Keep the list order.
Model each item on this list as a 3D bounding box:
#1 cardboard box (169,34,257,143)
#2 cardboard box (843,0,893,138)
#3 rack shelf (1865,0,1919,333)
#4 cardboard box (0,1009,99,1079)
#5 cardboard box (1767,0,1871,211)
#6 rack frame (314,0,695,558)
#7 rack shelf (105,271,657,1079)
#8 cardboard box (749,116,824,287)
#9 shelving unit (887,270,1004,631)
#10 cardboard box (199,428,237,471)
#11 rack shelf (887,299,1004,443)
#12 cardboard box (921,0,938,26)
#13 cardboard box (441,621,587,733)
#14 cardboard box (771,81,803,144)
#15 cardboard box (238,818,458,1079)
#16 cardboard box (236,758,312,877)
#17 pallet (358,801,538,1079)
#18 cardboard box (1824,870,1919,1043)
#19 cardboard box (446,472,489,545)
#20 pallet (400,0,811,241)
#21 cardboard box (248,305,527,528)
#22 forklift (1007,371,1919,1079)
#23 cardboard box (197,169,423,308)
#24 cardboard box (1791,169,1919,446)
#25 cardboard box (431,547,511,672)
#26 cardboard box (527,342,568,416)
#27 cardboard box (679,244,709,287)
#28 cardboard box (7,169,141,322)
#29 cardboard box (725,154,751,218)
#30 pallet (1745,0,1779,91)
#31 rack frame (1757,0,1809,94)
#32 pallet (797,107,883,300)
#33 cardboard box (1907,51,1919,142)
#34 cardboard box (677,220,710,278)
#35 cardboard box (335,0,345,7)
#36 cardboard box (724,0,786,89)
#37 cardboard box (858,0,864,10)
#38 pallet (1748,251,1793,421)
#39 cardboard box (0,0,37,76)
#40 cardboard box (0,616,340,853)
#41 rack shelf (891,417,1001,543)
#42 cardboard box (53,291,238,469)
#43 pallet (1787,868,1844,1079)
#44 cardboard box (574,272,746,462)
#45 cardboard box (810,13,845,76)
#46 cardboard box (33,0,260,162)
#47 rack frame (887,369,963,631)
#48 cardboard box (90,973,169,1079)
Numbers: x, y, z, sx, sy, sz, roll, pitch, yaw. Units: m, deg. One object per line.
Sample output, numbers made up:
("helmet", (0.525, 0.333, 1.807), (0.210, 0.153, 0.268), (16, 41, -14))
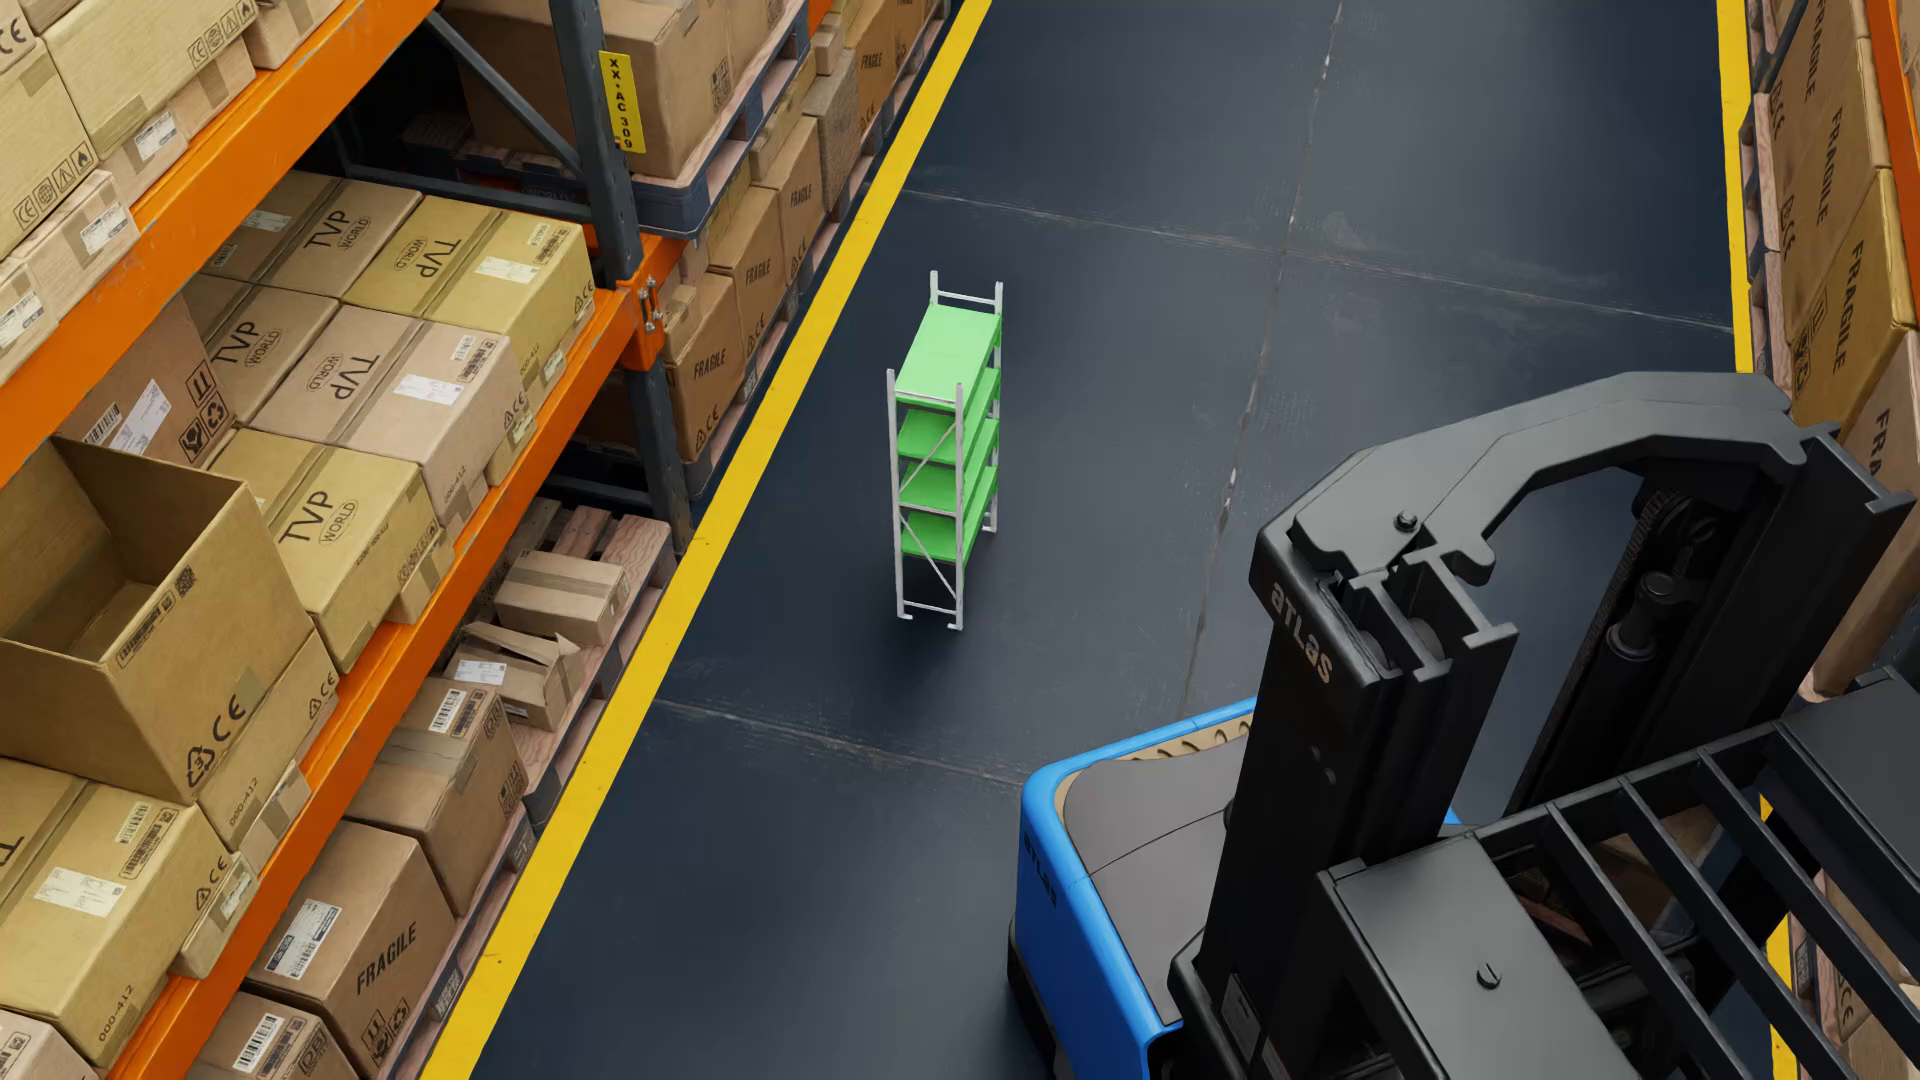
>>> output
("cardboard box", (-1.622, -0.929, 3.236), (0.380, 0.149, 0.250), (13, 50, 11))
("cardboard box", (-0.627, -2.189, 7.568), (0.500, 0.500, 0.500), (14, 50, 12))
("rack shelf", (3.818, -1.303, 5.879), (1.077, 0.370, 4.000), (12, 50, 10))
("cardboard box", (-2.039, 1.134, 3.150), (0.500, 0.250, 0.500), (12, 50, 10))
("cardboard box", (4.082, -1.940, 7.099), (0.875, 0.875, 0.875), (11, 50, 10))
("rack frame", (-1.498, -1.071, 5.195), (1.000, 3.000, 0.127), (12, 50, 10))
("rack shelf", (-2.025, 0.614, 4.188), (1.077, 0.370, 4.000), (12, 50, 10))
("cardboard box", (-0.888, -1.436, 6.903), (0.500, 0.500, 0.500), (10, 49, 9))
("shelving unit", (-0.044, -0.277, 5.694), (0.258, 1.200, 0.503), (12, 50, 10))
("cardboard box", (-2.152, -0.078, 4.220), (0.500, 0.250, 0.500), (13, 50, 11))
("rack shelf", (-0.044, -0.553, 5.382), (0.258, 0.148, 0.480), (12, 50, 10))
("cardboard box", (-0.350, -2.928, 8.221), (0.500, 0.500, 0.500), (13, 50, 11))
("cardboard box", (-1.456, 0.414, 5.427), (0.396, 0.266, 0.258), (13, 50, 11))
("cardboard box", (-0.864, -1.761, 6.758), (0.380, 0.149, 0.250), (13, 50, 11))
("cardboard box", (-1.801, 1.113, 4.654), (0.500, 0.500, 0.500), (12, 50, 11))
("cardboard box", (-1.763, 0.605, 3.883), (0.380, 0.149, 0.250), (13, 50, 11))
("pallet", (-1.999, 1.234, 5.021), (1.003, 0.211, 1.213), (12, 50, 10))
("cardboard box", (3.022, 1.048, 4.754), (0.875, 0.438, 0.875), (11, 49, 9))
("cardboard box", (-1.527, -0.138, 4.538), (0.380, 0.149, 0.250), (13, 50, 11))
("pallet", (-1.183, -1.564, 5.758), (1.003, 0.211, 1.213), (12, 50, 10))
("cardboard box", (-1.515, -0.338, 4.449), (0.500, 0.250, 0.500), (12, 50, 10))
("forklift", (1.148, 1.245, 3.196), (1.130, 2.935, 3.031), (-16, 51, -14))
("cardboard box", (-1.889, -0.815, 4.870), (0.500, 0.250, 0.500), (11, 50, 10))
("cardboard box", (3.607, -0.649, 5.959), (0.875, 0.875, 0.875), (13, 50, 11))
("cardboard box", (-1.900, 0.111, 5.665), (0.500, 0.311, 0.500), (13, 50, 11))
("cardboard box", (-1.386, -0.515, 4.871), (0.380, 0.149, 0.250), (13, 50, 11))
("cardboard box", (-1.149, -1.020, 6.104), (0.380, 0.149, 0.250), (10, 49, 9))
("cardboard box", (-1.685, -0.543, 2.895), (0.380, 0.149, 0.250), (12, 50, 11))
("cardboard box", (-1.034, -1.409, 6.447), (0.380, 0.149, 0.250), (11, 49, 9))
("pallet", (4.551, -2.630, 8.430), (1.003, 0.211, 1.213), (12, 50, 10))
("rack frame", (4.344, -2.987, 6.886), (1.000, 3.000, 0.127), (12, 50, 10))
("pallet", (-1.002, -1.629, 7.547), (1.003, 0.211, 1.213), (12, 50, 10))
("cardboard box", (3.584, -1.523, 5.693), (0.500, 0.250, 0.500), (12, 50, 10))
("cardboard box", (-1.125, -1.100, 5.977), (0.380, 0.149, 0.250), (9, 49, 8))
("cardboard box", (-1.455, -1.293, 3.558), (0.380, 0.149, 0.250), (13, 50, 11))
("cardboard box", (-1.019, -1.923, 5.600), (0.700, 0.500, 0.500), (12, 50, 10))
("cardboard box", (-0.598, -2.516, 7.425), (0.380, 0.149, 0.250), (13, 50, 11))
("pallet", (3.741, -0.630, 6.665), (1.003, 0.211, 1.213), (12, 50, 10))
("cardboard box", (-1.797, -0.757, 2.485), (0.500, 0.250, 0.500), (13, 50, 11))
("cardboard box", (-1.795, 0.392, 3.805), (0.500, 0.250, 0.500), (10, 49, 9))
("rack shelf", (-0.044, -0.235, 5.742), (0.258, 0.148, 0.480), (12, 50, 10))
("cardboard box", (-2.147, -0.343, 3.954), (0.500, 0.500, 0.500), (10, 49, 9))
("pallet", (3.016, 1.363, 4.906), (1.003, 0.211, 1.213), (12, 50, 10))
("cardboard box", (-1.154, -0.688, 6.244), (0.500, 0.500, 0.500), (14, 50, 12))
("cardboard box", (-0.707, -2.130, 7.084), (0.380, 0.149, 0.250), (9, 49, 8))
("cardboard box", (-1.656, -0.968, 3.004), (0.500, 0.250, 0.500), (13, 50, 11))
("rack frame", (-0.108, -0.101, 5.539), (0.240, 1.200, 0.015), (12, 50, 10))
("cardboard box", (-1.952, 0.968, 3.563), (0.380, 0.149, 0.250), (12, 50, 11))
